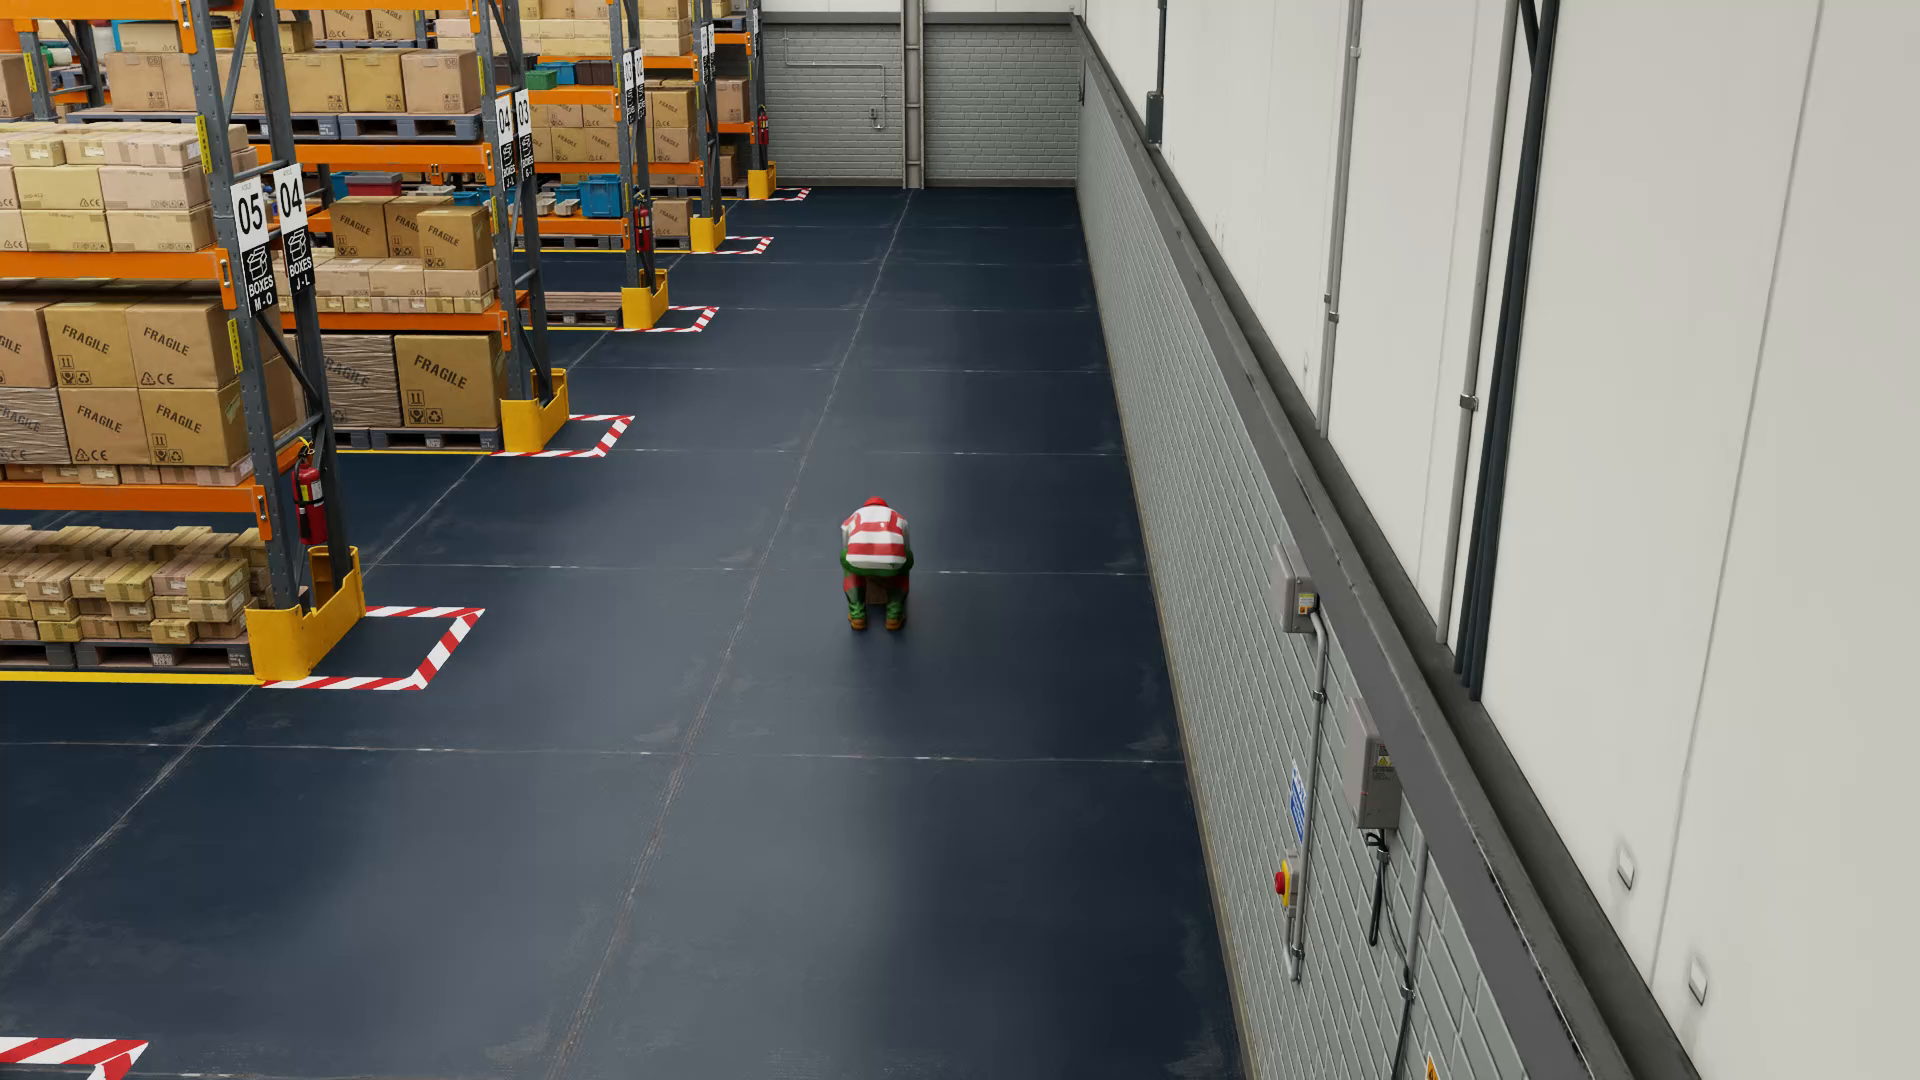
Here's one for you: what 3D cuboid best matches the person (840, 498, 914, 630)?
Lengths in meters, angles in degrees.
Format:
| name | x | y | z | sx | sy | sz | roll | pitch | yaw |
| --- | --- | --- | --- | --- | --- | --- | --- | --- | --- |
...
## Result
| name | x | y | z | sx | sy | sz | roll | pitch | yaw |
| --- | --- | --- | --- | --- | --- | --- | --- | --- | --- |
| person | -0.589 | 0.170 | 11.823 | 0.526 | 0.820 | 0.965 | 0 | 21 | 0 |
